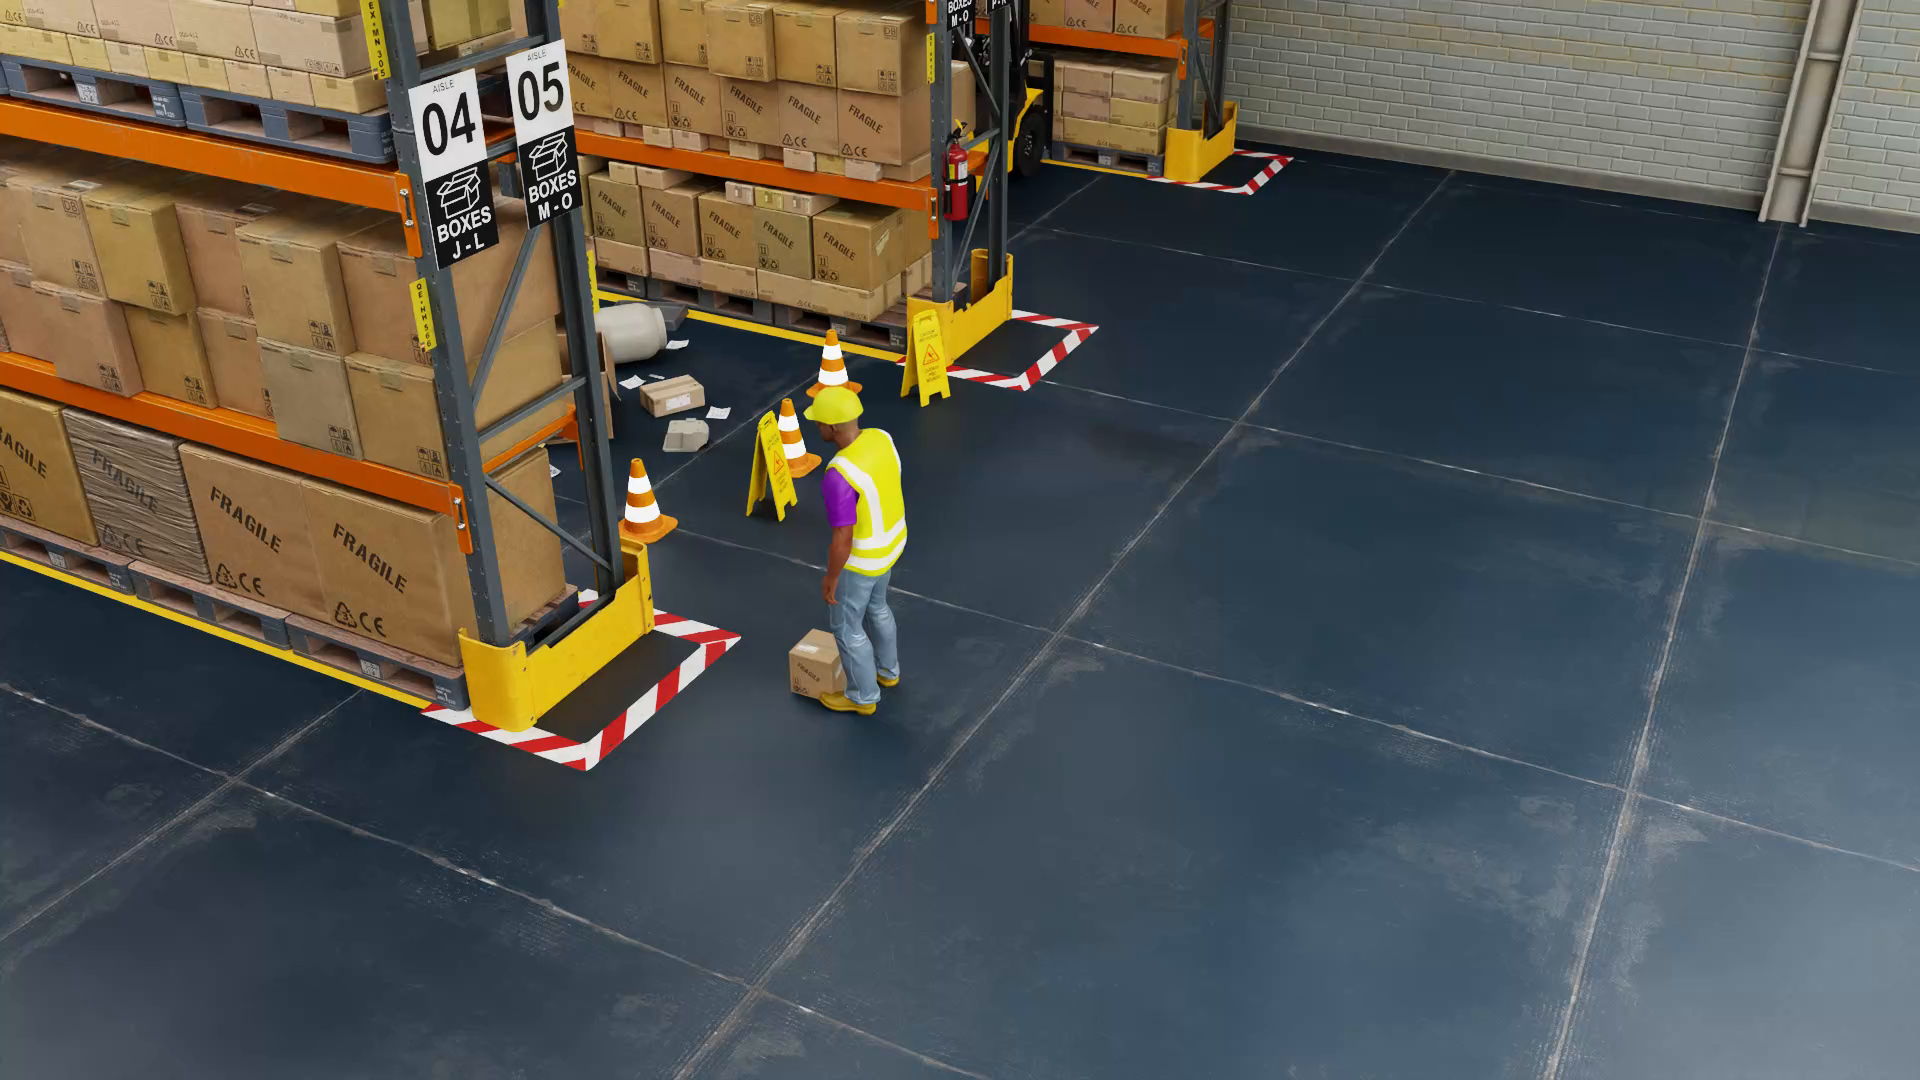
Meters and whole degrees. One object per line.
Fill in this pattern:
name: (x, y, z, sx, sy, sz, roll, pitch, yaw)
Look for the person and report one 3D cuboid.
person: (-0.516, 0.045, 8.196, 0.462, 1.760, 0.636, 14, 33, 22)
